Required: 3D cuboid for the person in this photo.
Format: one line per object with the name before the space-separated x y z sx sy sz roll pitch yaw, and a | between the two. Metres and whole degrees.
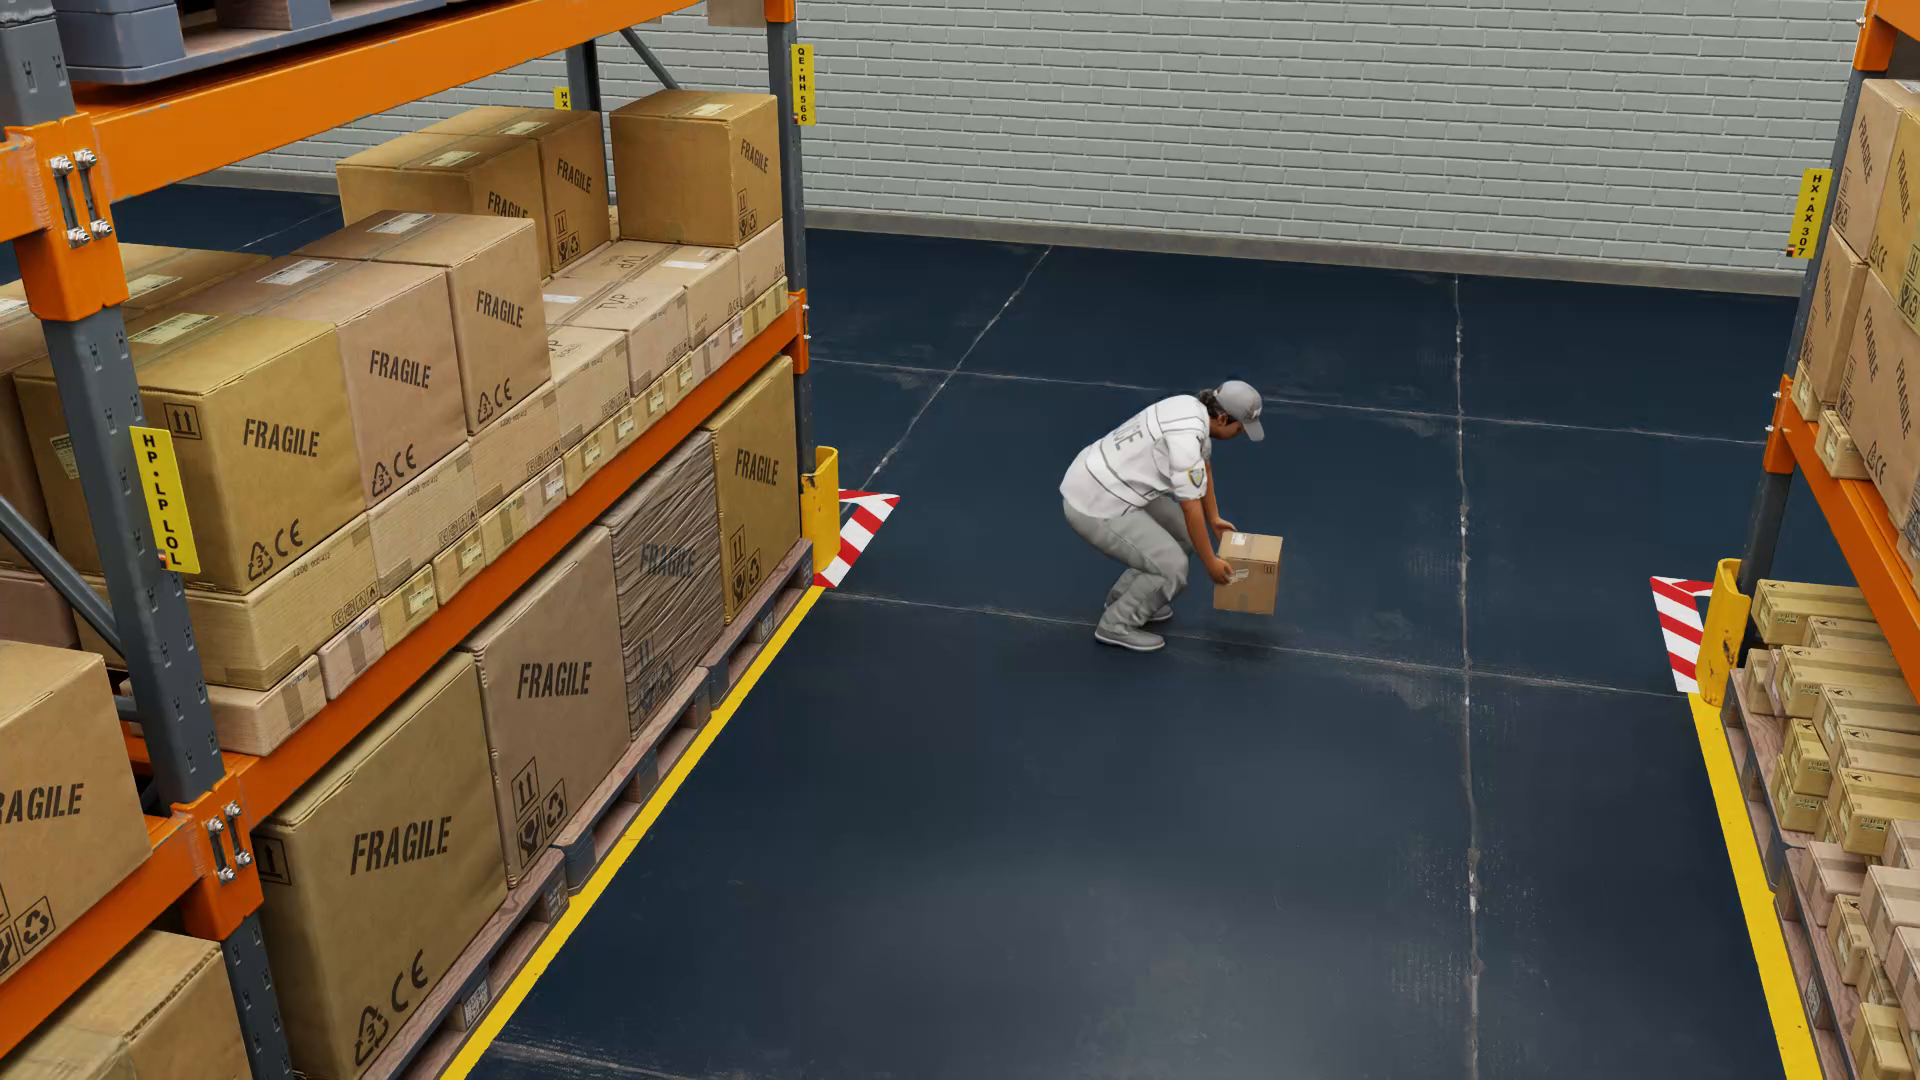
person | 0.838 -0.138 6.992 0.817 1.158 0.540 6 26 13
